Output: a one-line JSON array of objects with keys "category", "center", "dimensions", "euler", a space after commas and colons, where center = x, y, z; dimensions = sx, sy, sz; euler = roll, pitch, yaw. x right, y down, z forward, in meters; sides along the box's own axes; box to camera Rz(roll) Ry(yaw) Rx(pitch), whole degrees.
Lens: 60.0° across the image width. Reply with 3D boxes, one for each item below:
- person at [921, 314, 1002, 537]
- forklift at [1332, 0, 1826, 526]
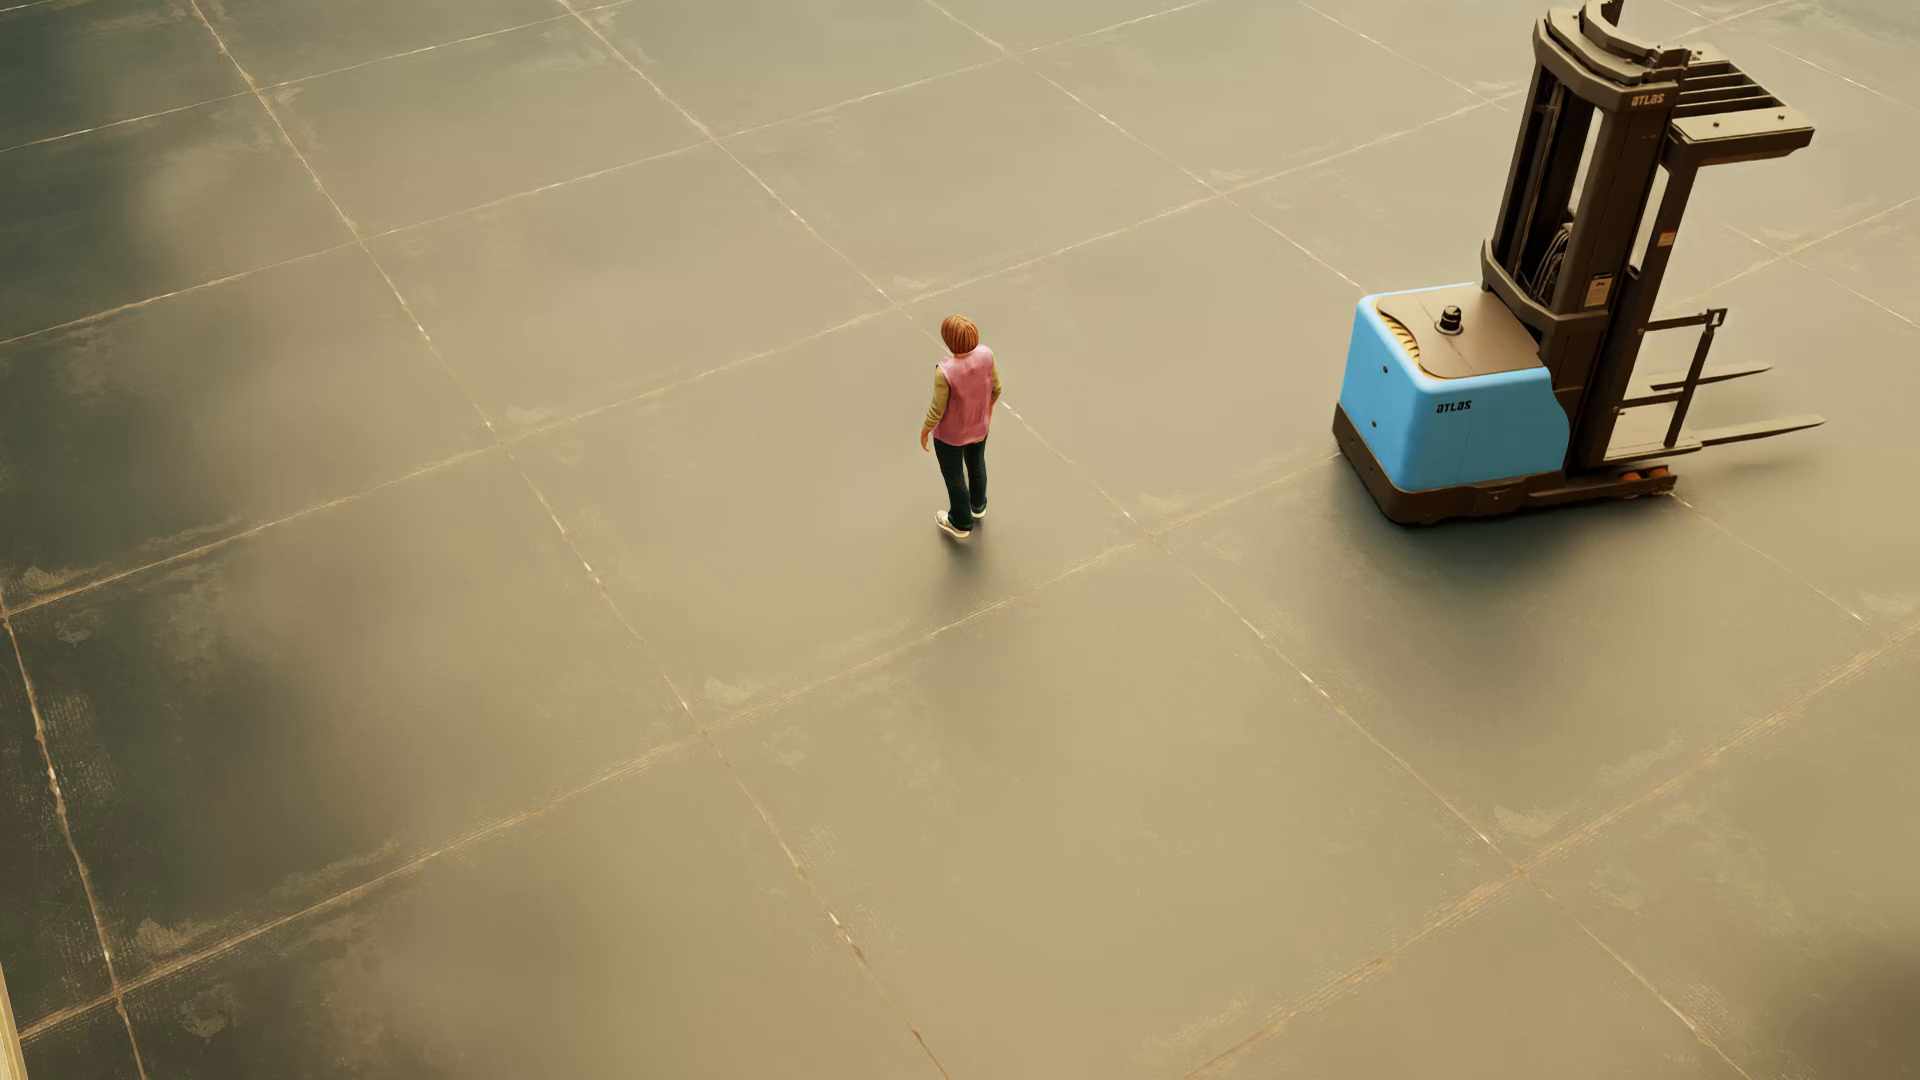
[{"category": "person", "center": [-0.028, -0.683, 9.594], "dimensions": [0.520, 1.597, 0.475], "euler": [-23, 46, -24]}, {"category": "forklift", "center": [3.988, -1.691, 9.806], "dimensions": [3.031, 2.935, 1.130], "euler": [-8, 42, -9]}]
